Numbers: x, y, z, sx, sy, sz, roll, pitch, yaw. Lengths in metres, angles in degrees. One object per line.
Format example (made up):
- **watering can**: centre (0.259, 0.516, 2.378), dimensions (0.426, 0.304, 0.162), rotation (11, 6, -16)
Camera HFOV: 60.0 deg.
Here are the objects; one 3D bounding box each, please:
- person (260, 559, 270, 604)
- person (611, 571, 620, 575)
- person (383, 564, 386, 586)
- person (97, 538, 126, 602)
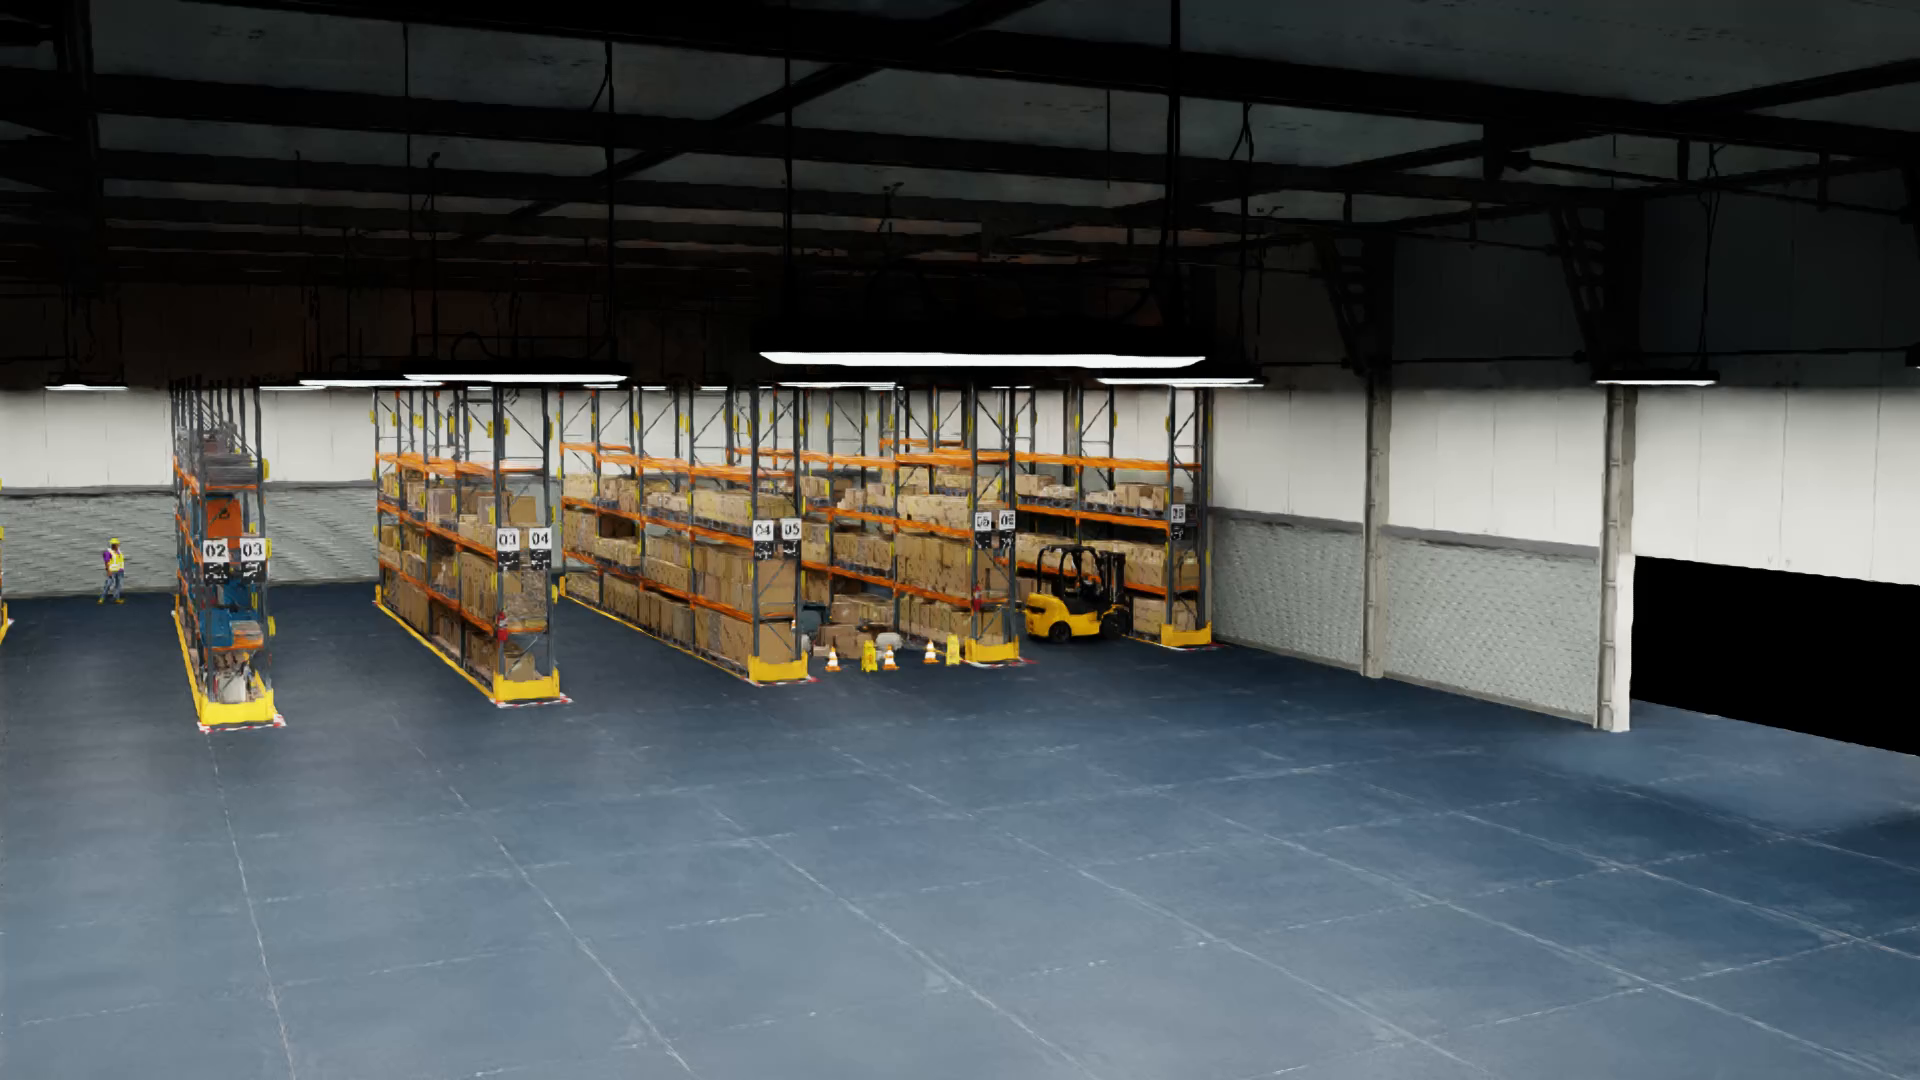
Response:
- **person**: centre (-18.931, 0.935, 44.821), dimensions (0.639, 1.628, 0.512), rotation (-3, 6, -29)
- **person**: centre (-10.585, 0.324, 50.941), dimensions (0.611, 1.753, 0.582), rotation (1, 5, 10)
- **person**: centre (-16.588, 0.542, 48.535), dimensions (0.735, 1.712, 0.904), rotation (-5, 7, -43)
- **person**: centre (-23.112, 0.830, 45.213), dimensions (0.498, 1.760, 0.737), rotation (2, 5, 19)
